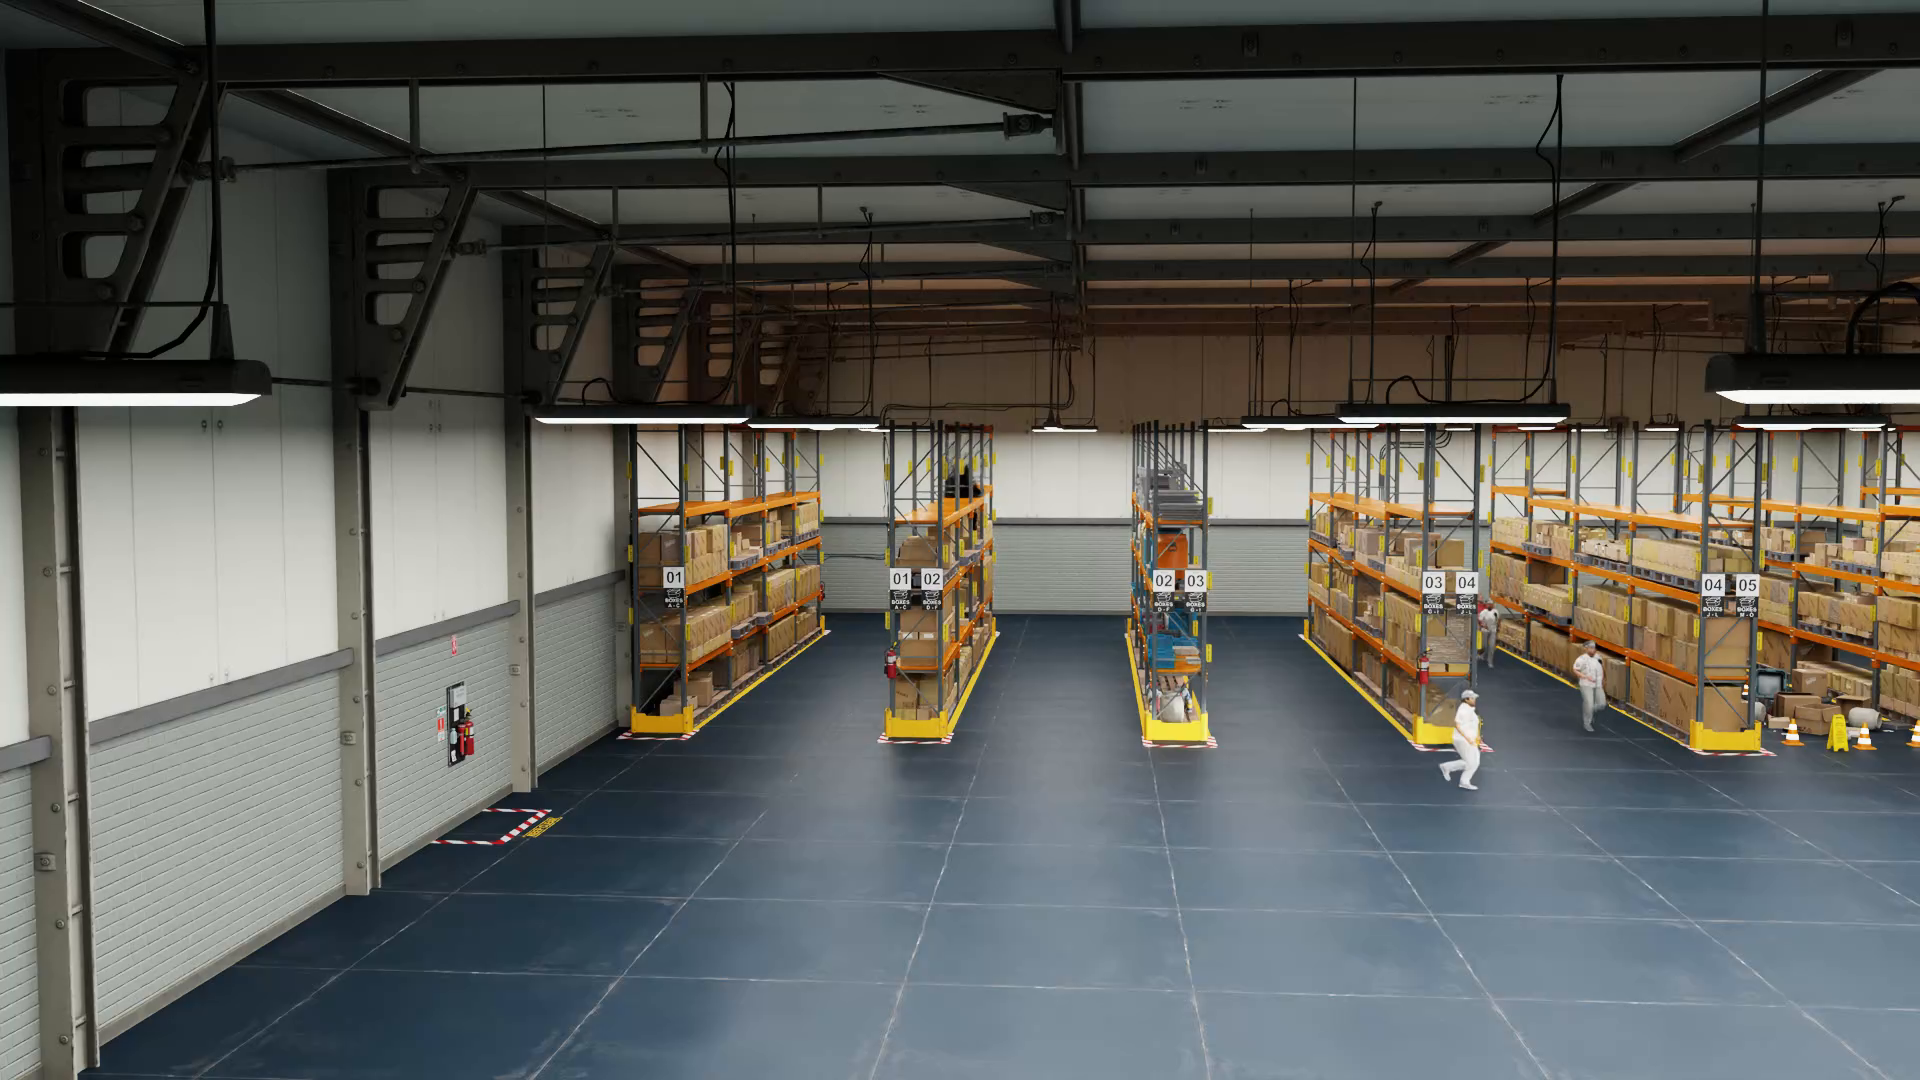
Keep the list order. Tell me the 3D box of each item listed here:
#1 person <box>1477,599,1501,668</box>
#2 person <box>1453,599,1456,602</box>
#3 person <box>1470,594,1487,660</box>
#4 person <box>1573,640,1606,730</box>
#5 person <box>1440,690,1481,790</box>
[{"bbox_3d":[13.114,2.291,41.216,0.587,1.695,0.831,0,4,6],"label":"person"},{"bbox_3d":[13.474,1.885,46.497,0.750,1.742,0.938,2,4,32],"label":"person"},{"bbox_3d":[13.240,2.203,42.333,0.660,1.673,0.611,0,4,3],"label":"person"},{"bbox_3d":[12.251,2.813,32.278,0.717,1.752,0.592,-1,4,-13],"label":"person"},{"bbox_3d":[8.102,3.222,26.903,0.586,1.619,0.593,2,4,30],"label":"person"}]
